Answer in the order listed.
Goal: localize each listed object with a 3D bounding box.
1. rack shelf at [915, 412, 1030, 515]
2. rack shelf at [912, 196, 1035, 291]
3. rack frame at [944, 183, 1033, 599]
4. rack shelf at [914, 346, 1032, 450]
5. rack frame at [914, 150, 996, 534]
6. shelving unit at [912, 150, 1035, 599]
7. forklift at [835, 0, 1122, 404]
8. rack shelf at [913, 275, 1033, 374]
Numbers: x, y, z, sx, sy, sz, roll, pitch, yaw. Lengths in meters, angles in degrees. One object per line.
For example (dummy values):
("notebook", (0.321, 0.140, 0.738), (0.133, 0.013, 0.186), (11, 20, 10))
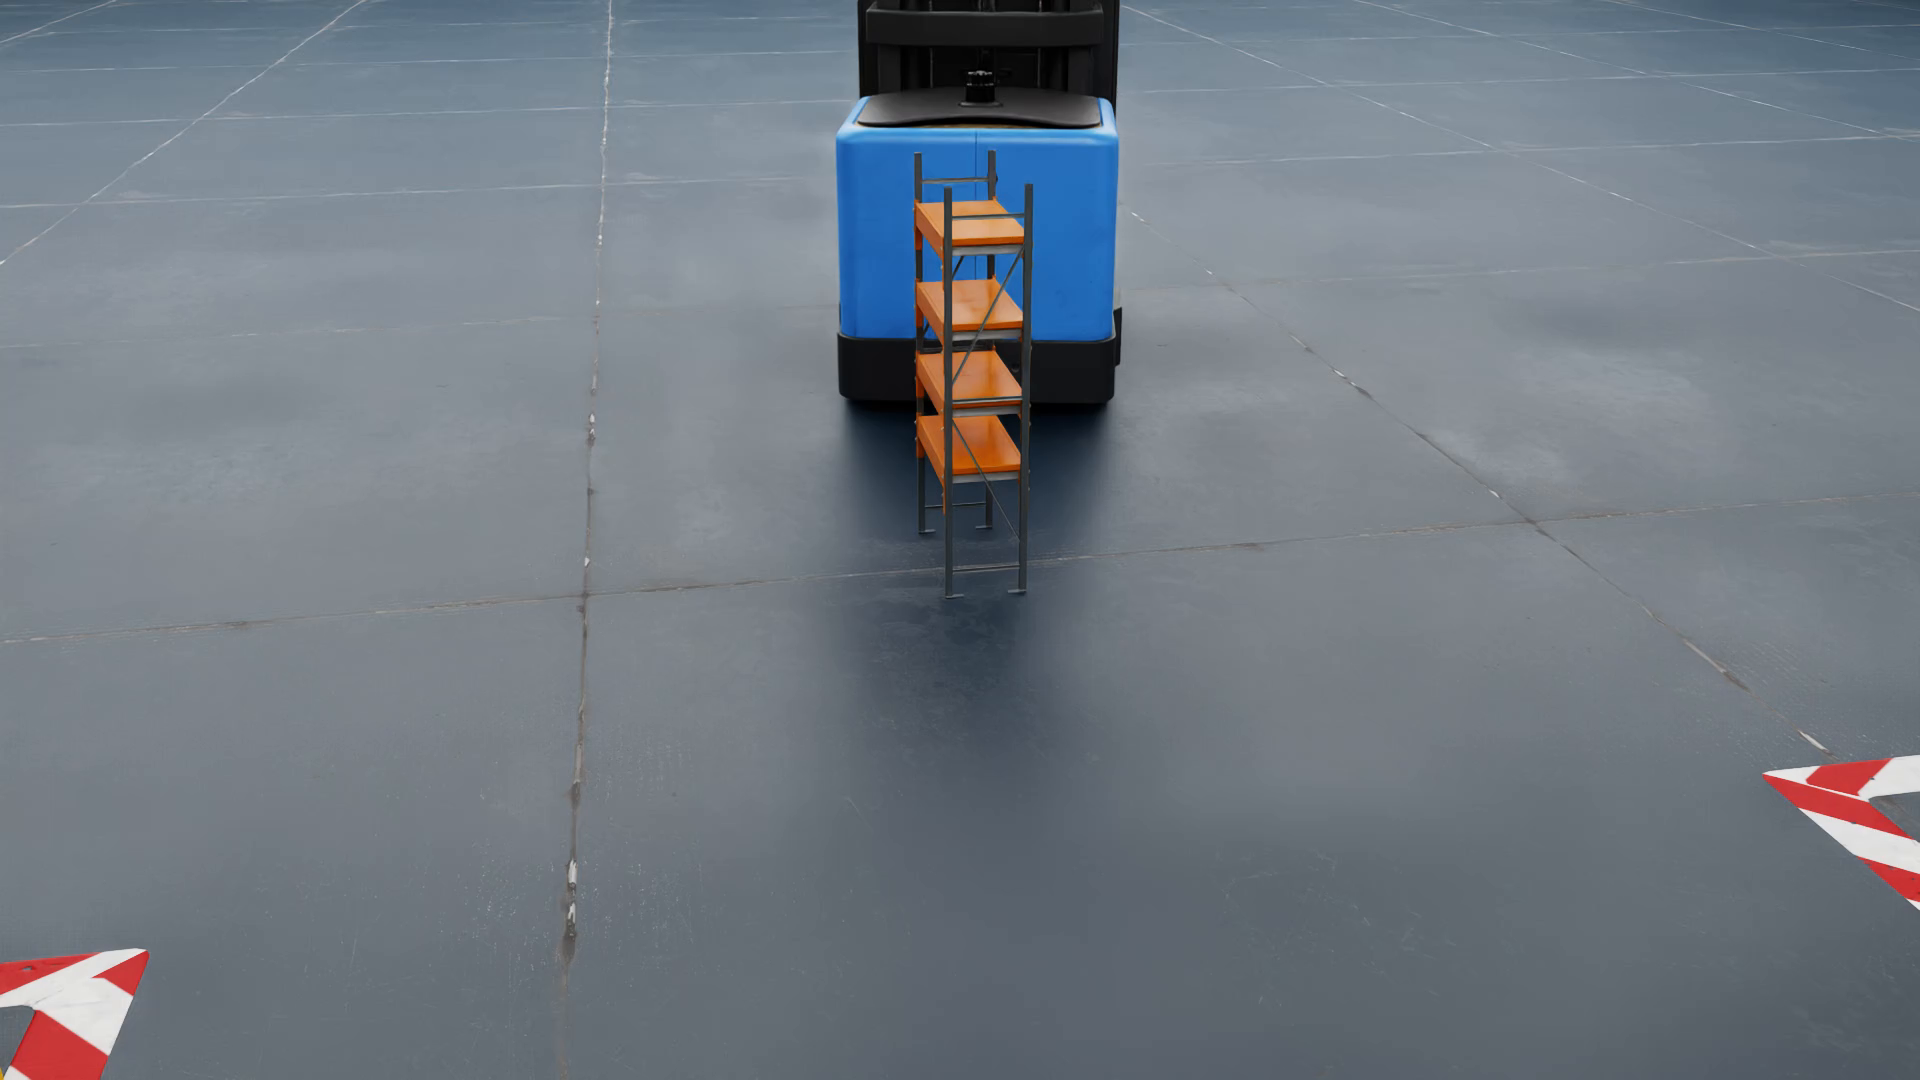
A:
("rack shelf", (0.031, -0.241, 4.967), (0.258, 0.148, 0.480), (-4, 24, -10))
("rack shelf", (0.031, -0.845, 4.704), (0.258, 0.148, 0.480), (-4, 24, -10))
("rack frame", (0.076, -0.389, 4.641), (0.240, 1.200, 0.015), (-4, 24, -10))
("rack shelf", (0.031, -0.423, 4.888), (0.258, 0.148, 0.480), (-4, 24, -10))
("rack frame", (-0.014, -0.581, 5.081), (0.240, 1.200, 0.015), (-4, 24, -10))
("shelving unit", (0.031, -0.485, 4.861), (0.258, 1.200, 0.503), (-4, 24, -10))
("forklift", (0.130, -2.401, 7.086), (1.130, 2.935, 3.031), (1, 24, 3))
("rack shelf", (0.031, -0.628, 4.798), (0.258, 0.148, 0.480), (-4, 24, -10))
